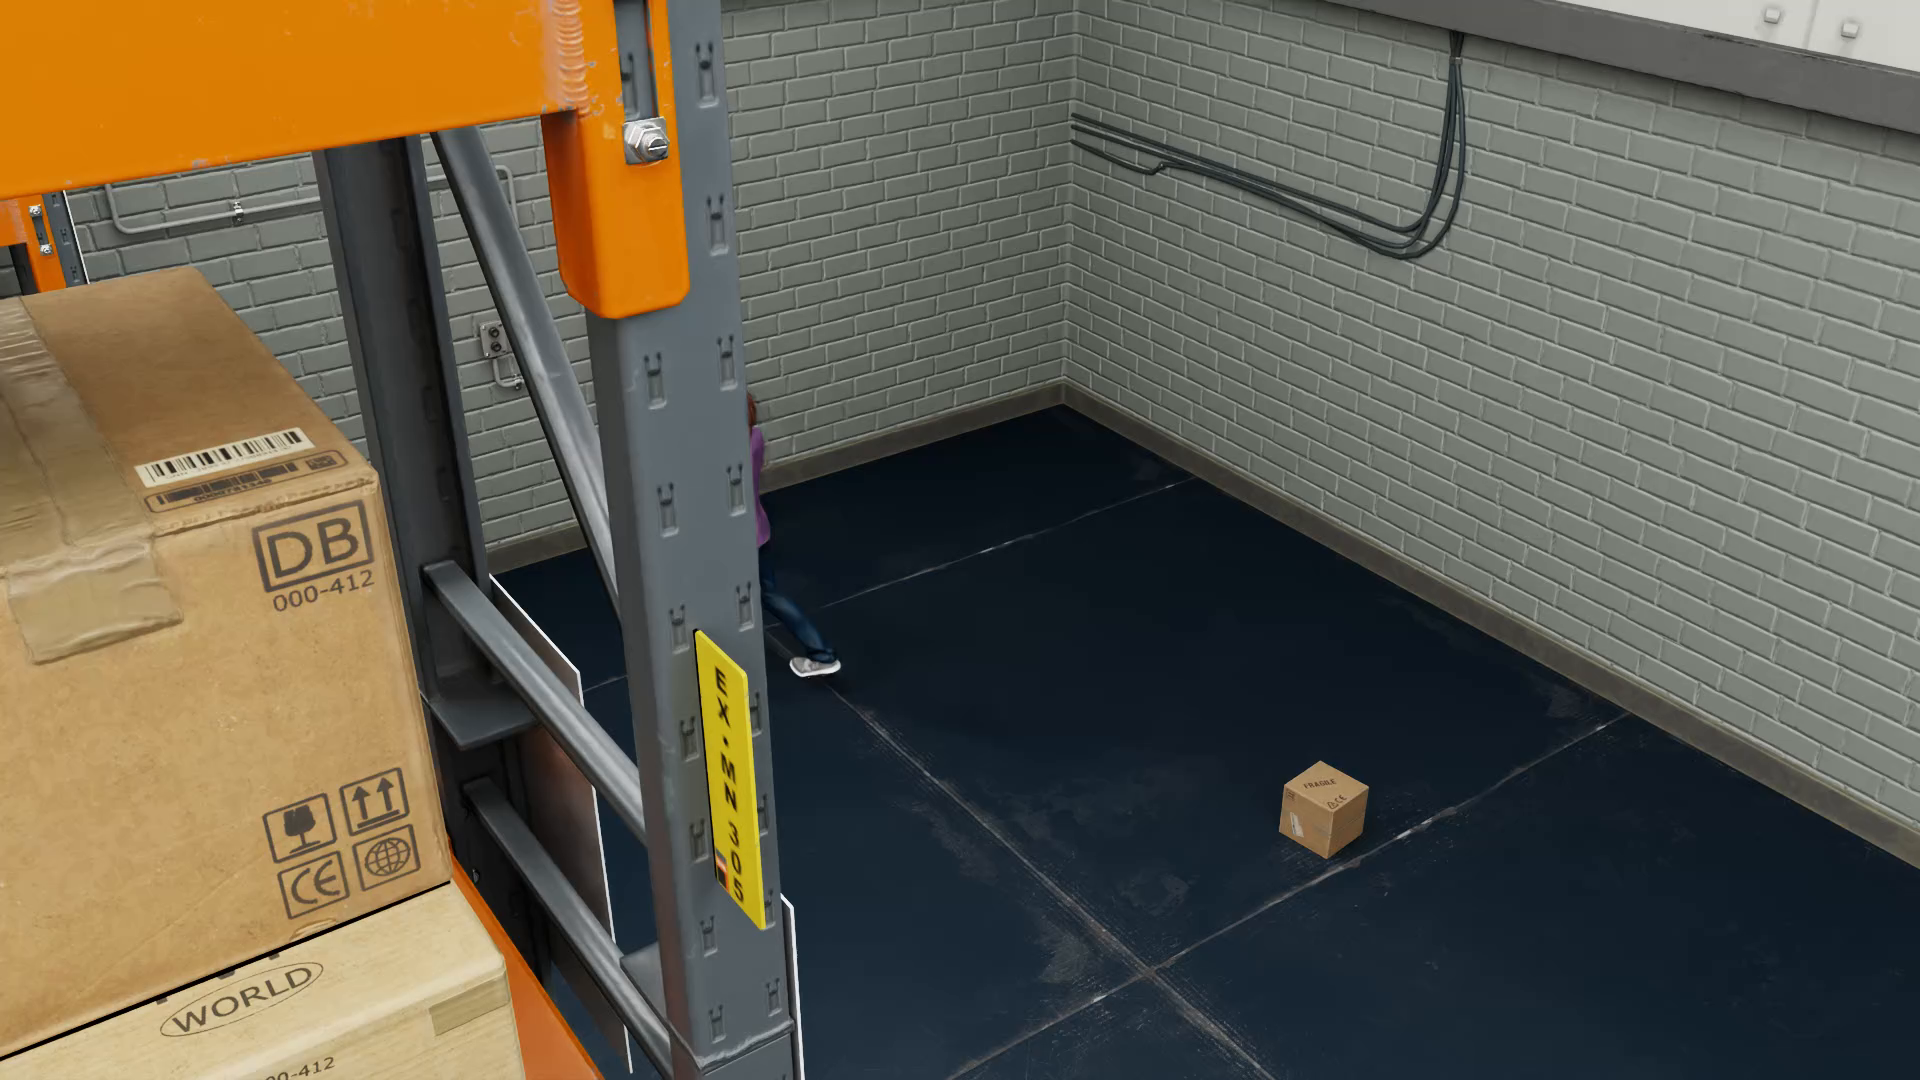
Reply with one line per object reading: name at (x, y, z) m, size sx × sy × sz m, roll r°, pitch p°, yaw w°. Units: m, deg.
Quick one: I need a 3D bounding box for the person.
person at (-1.037, -0.015, 7.663) m, size 0.949 × 1.543 × 0.428 m, roll 10°, pitch 31°, yaw 18°
